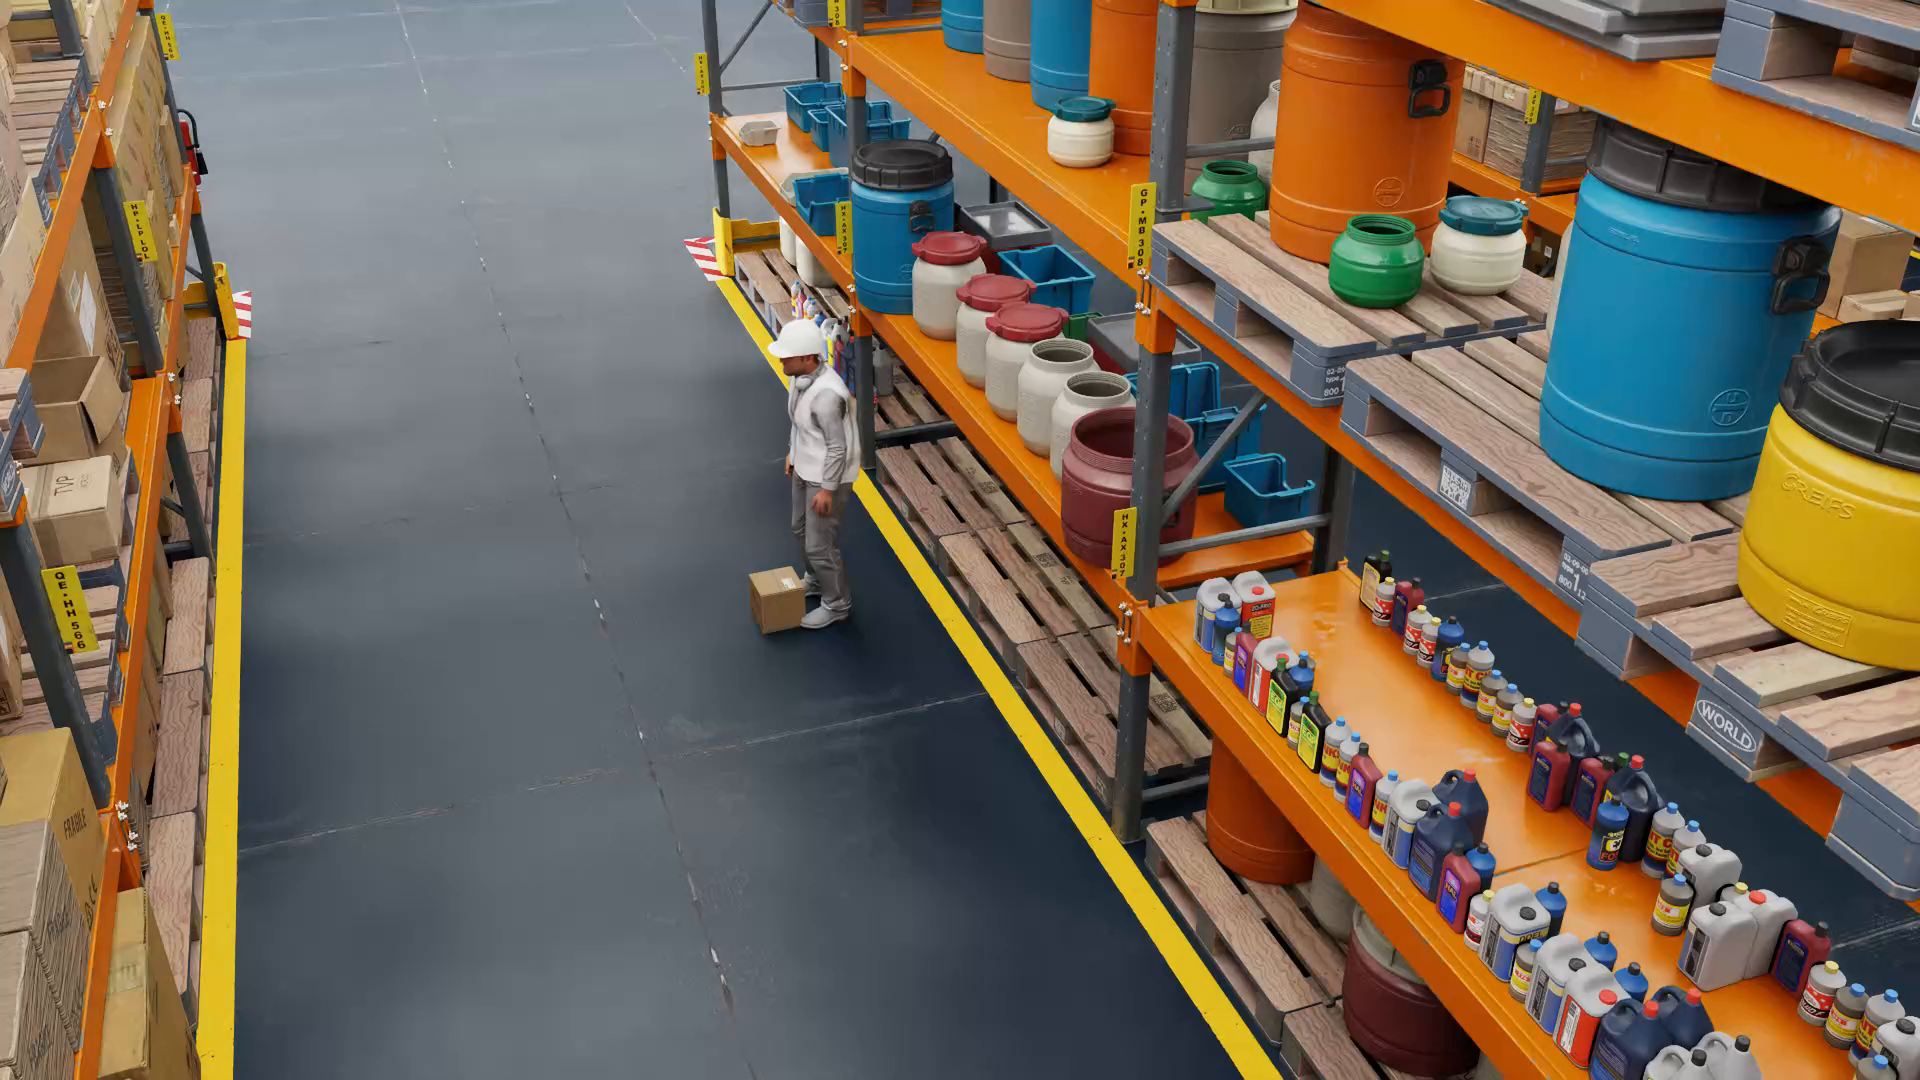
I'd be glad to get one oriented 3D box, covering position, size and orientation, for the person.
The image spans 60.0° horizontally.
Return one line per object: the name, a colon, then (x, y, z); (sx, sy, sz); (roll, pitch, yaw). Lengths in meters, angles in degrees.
person: (-0.775, -0.372, 8.971); (0.459, 1.773, 0.590); (-12, 32, -20)
